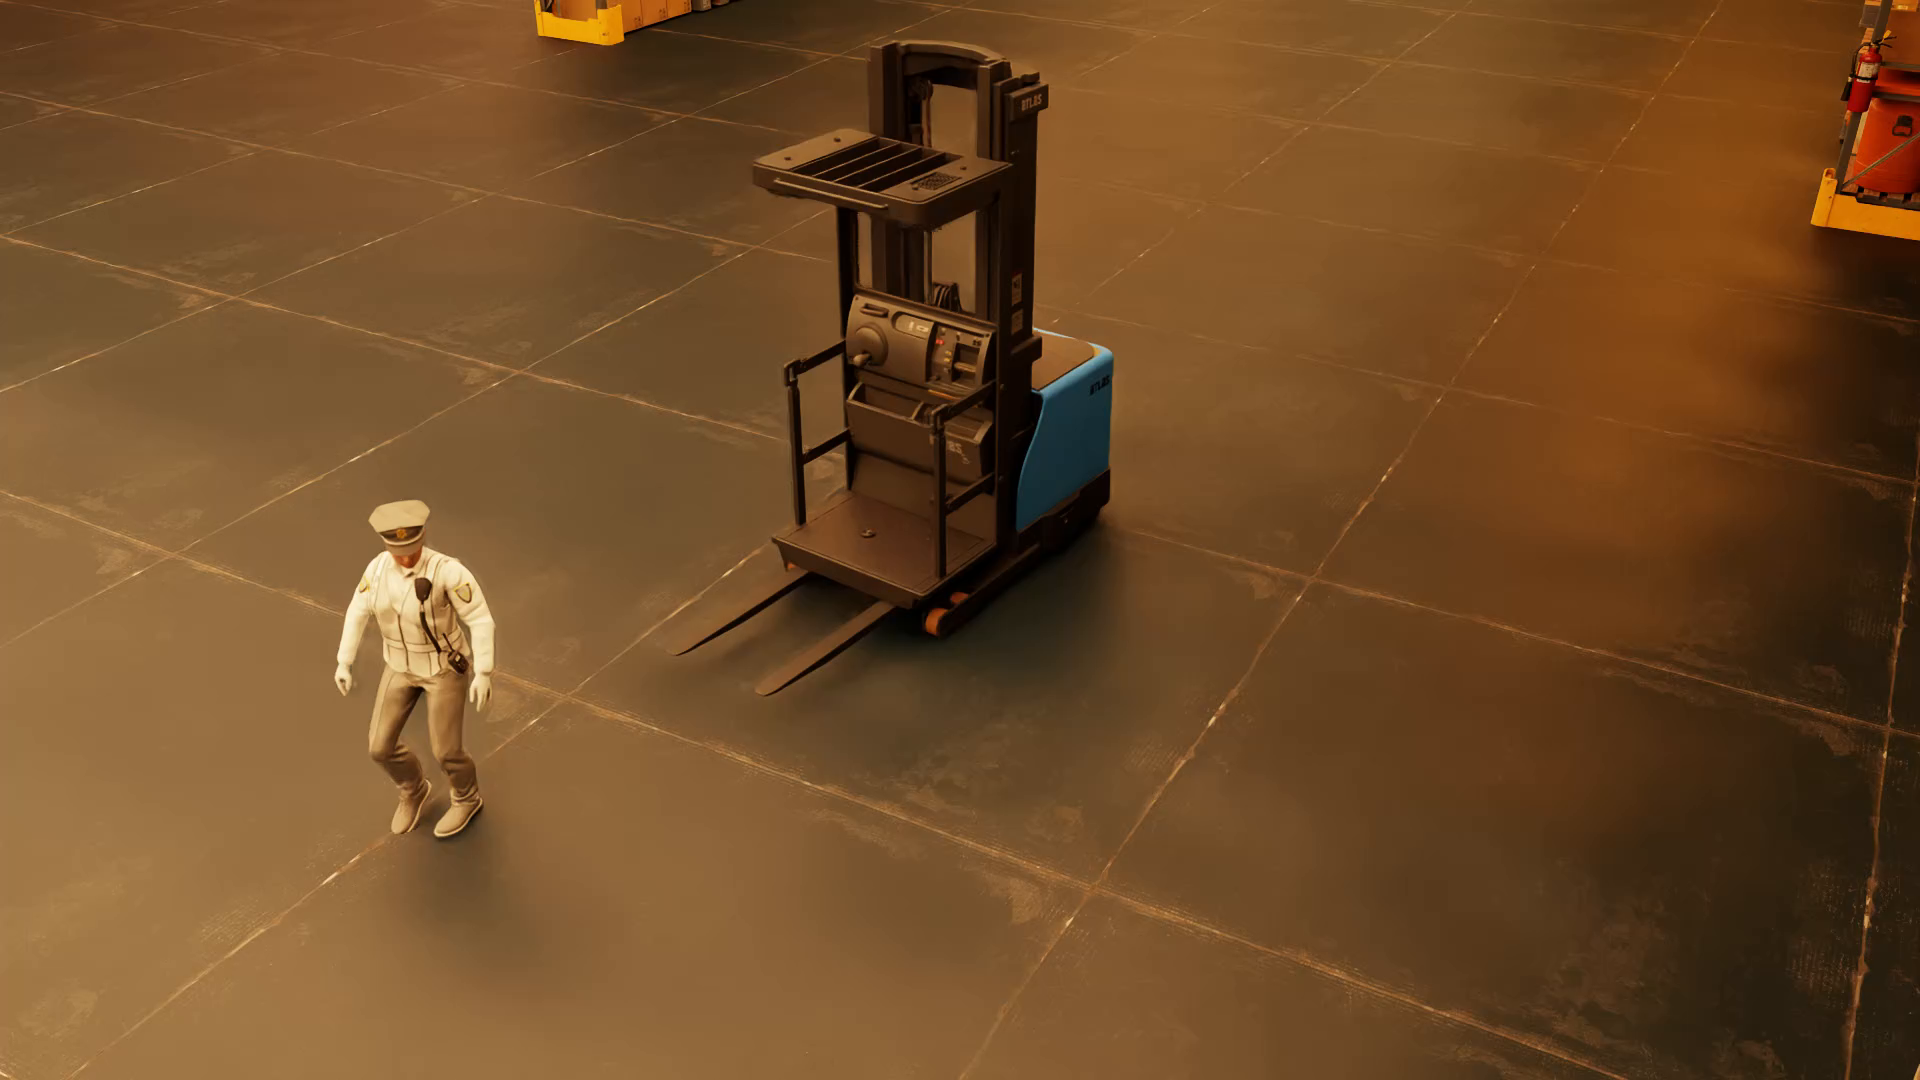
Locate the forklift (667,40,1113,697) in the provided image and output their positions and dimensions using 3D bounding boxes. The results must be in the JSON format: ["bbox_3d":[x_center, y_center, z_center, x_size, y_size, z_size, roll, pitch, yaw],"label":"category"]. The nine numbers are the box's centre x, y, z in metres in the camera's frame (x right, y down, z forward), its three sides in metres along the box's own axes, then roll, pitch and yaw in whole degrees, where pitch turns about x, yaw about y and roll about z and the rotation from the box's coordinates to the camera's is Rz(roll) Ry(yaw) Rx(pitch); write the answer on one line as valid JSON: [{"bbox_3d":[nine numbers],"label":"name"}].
[{"bbox_3d":[-0.351,-1.014,8.828,1.130,2.935,3.031,20,35,31],"label":"forklift"}]

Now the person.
[{"bbox_3d":[-2.351,0.620,7.321,0.791,1.673,0.444,9,31,16],"label":"person"}]
